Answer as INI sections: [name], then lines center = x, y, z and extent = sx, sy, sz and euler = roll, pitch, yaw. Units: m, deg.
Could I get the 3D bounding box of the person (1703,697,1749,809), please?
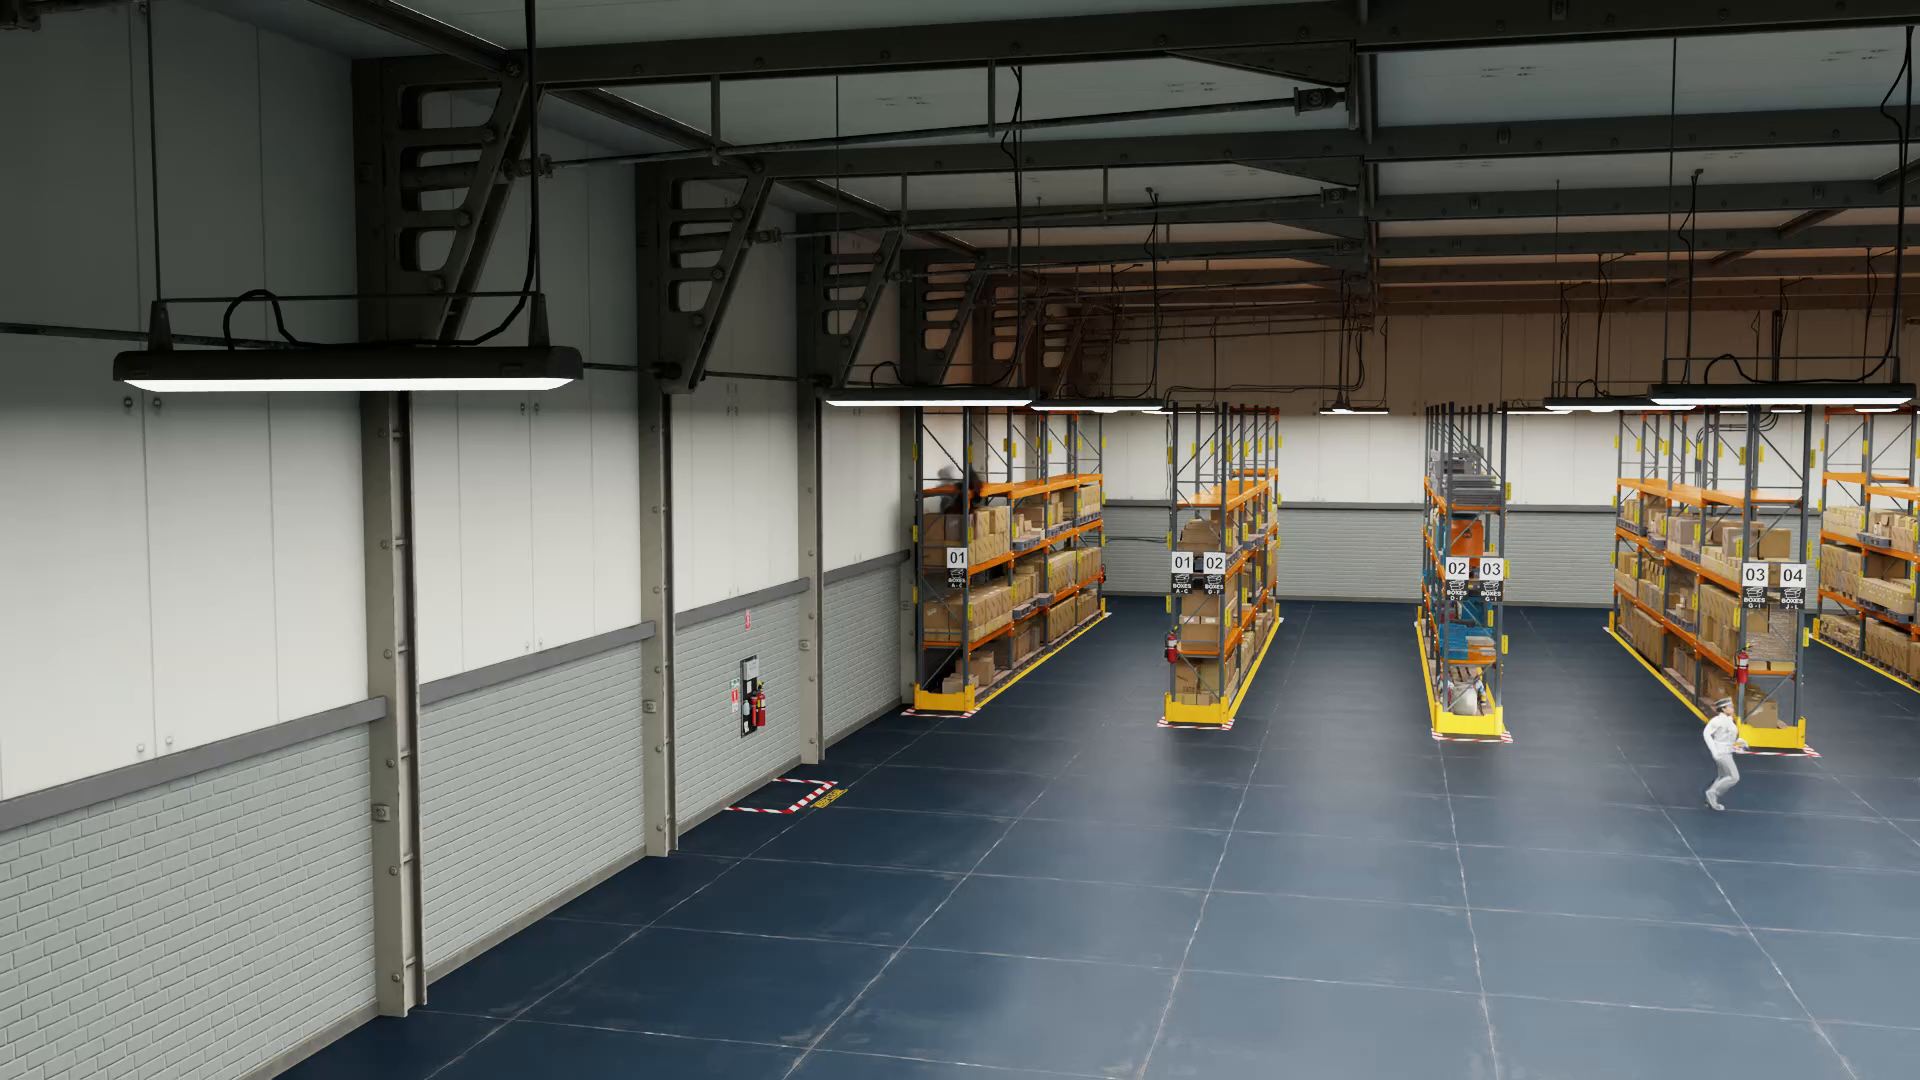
[person]
center = 11.147, 3.101, 24.187
extent = 0.567, 1.661, 0.623
euler = 3, 5, 38
